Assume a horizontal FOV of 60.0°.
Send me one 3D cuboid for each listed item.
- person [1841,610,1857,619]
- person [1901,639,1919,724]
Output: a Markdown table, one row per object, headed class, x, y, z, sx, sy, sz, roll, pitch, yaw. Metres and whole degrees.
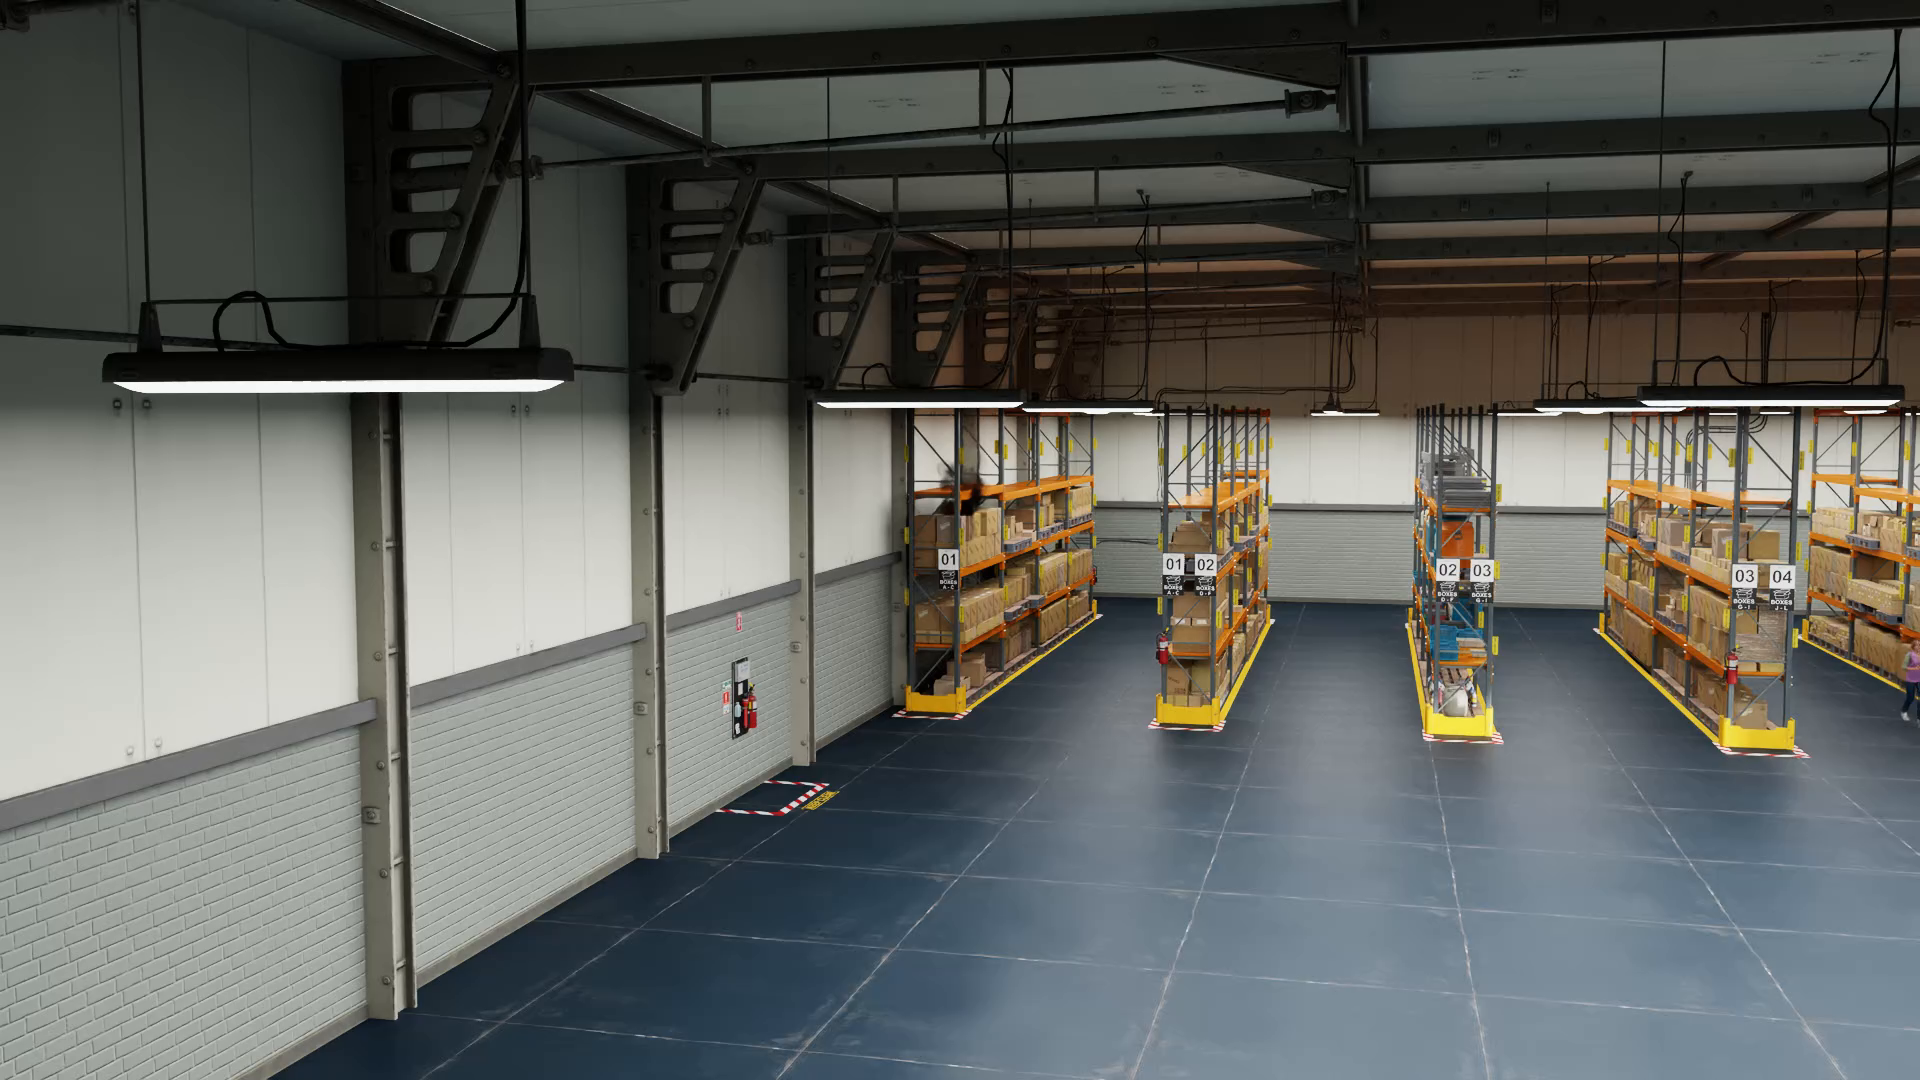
| class | x | y | z | sx | sy | sz | roll | pitch | yaw |
| --- | --- | --- | --- | --- | --- | --- | --- | --- | --- |
| person | 23.509 | 1.704 | 43.871 | 0.679 | 1.650 | 0.545 | -3 | 5 | -39 |
| person | 17.773 | 2.652 | 30.936 | 0.531 | 1.593 | 0.838 | 0 | 4 | 7 |
